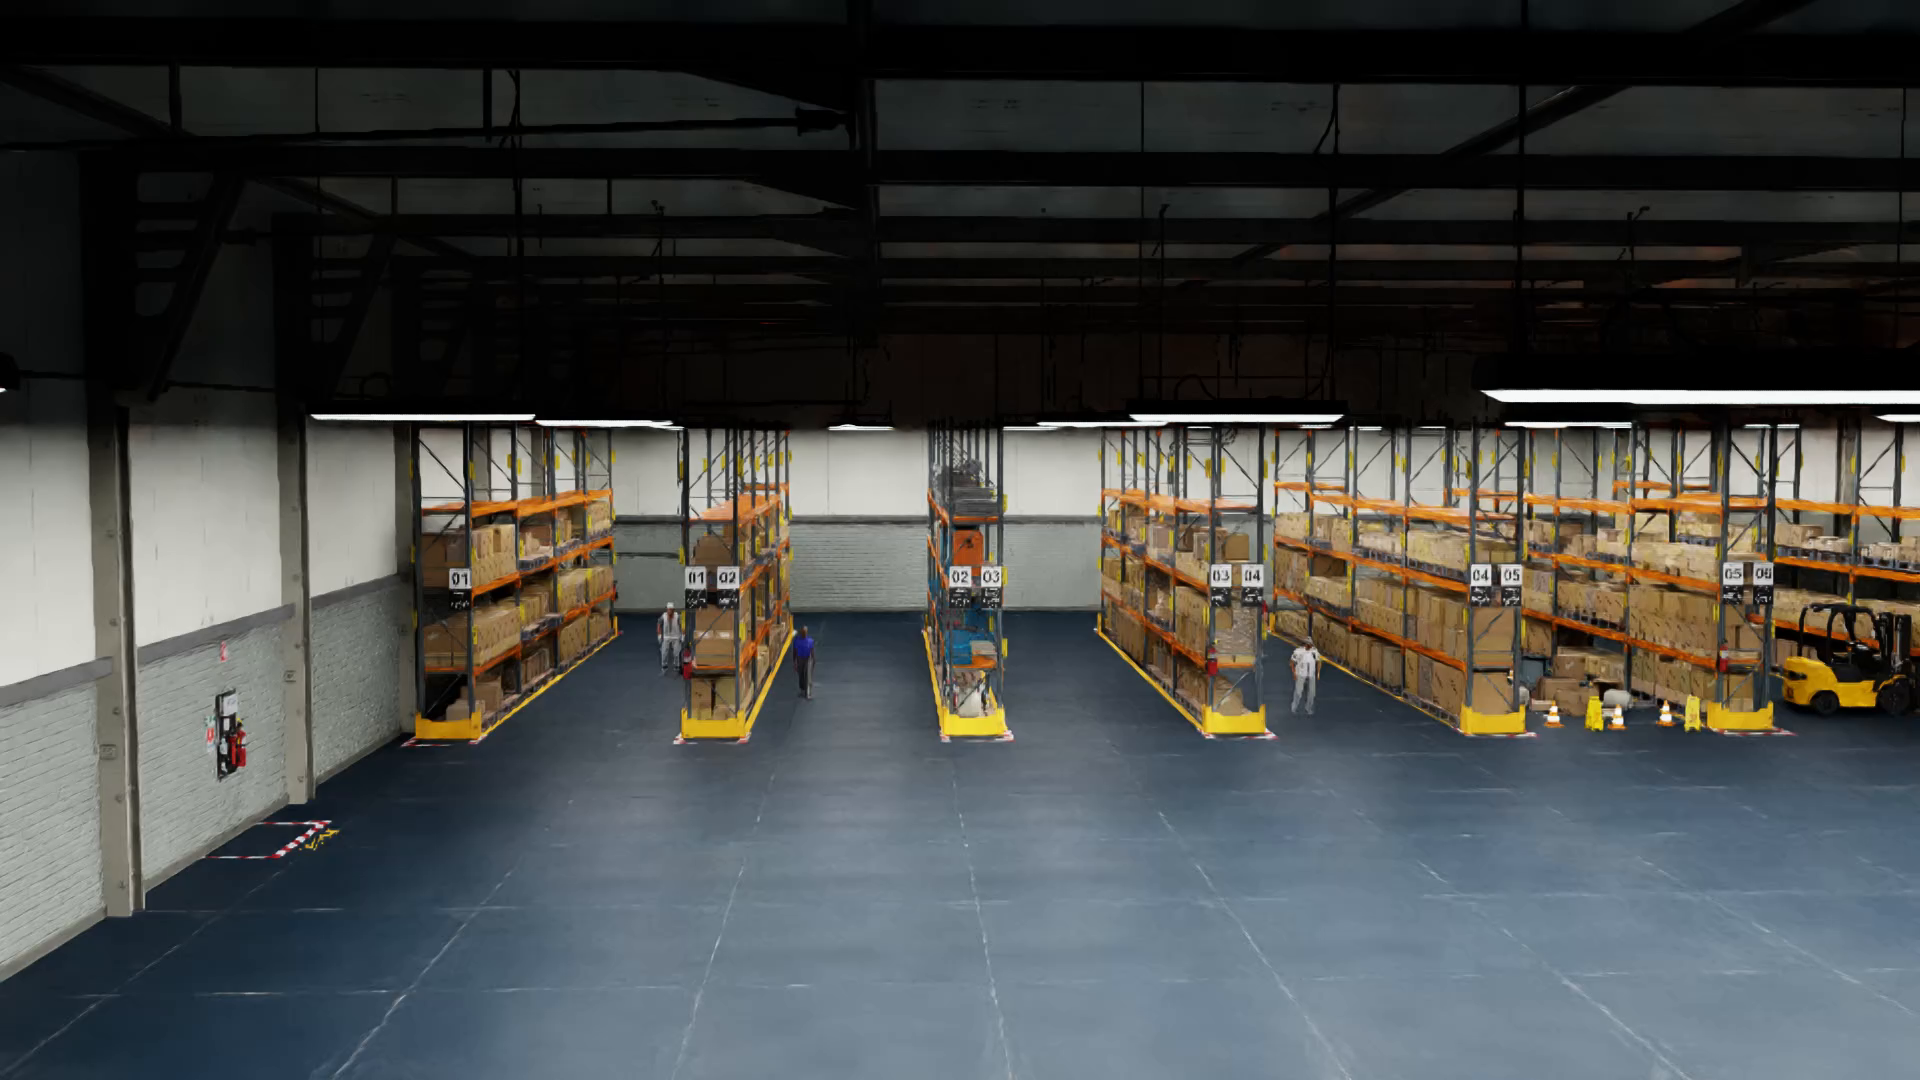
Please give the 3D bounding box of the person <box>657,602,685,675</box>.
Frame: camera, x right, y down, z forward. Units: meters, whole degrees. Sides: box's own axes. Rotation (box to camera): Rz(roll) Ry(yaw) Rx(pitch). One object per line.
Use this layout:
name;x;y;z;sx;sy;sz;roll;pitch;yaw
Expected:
person;-6.783;2.317;38.999;0.663;1.742;0.552;0;4;-3

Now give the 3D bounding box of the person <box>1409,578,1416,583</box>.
person;12.523;1.892;46.007;0.452;1.706;0.474;1;4;9

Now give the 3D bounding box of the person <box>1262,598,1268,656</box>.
person;7.667;2.081;42.416;0.461;1.730;0.554;-2;4;-30

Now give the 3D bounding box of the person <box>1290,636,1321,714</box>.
person;6.986;2.733;33.611;0.625;1.611;0.582;0;4;-4

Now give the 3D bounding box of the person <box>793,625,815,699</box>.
person;-3.360;2.590;35.700;0.447;1.574;1.088;0;4;0
